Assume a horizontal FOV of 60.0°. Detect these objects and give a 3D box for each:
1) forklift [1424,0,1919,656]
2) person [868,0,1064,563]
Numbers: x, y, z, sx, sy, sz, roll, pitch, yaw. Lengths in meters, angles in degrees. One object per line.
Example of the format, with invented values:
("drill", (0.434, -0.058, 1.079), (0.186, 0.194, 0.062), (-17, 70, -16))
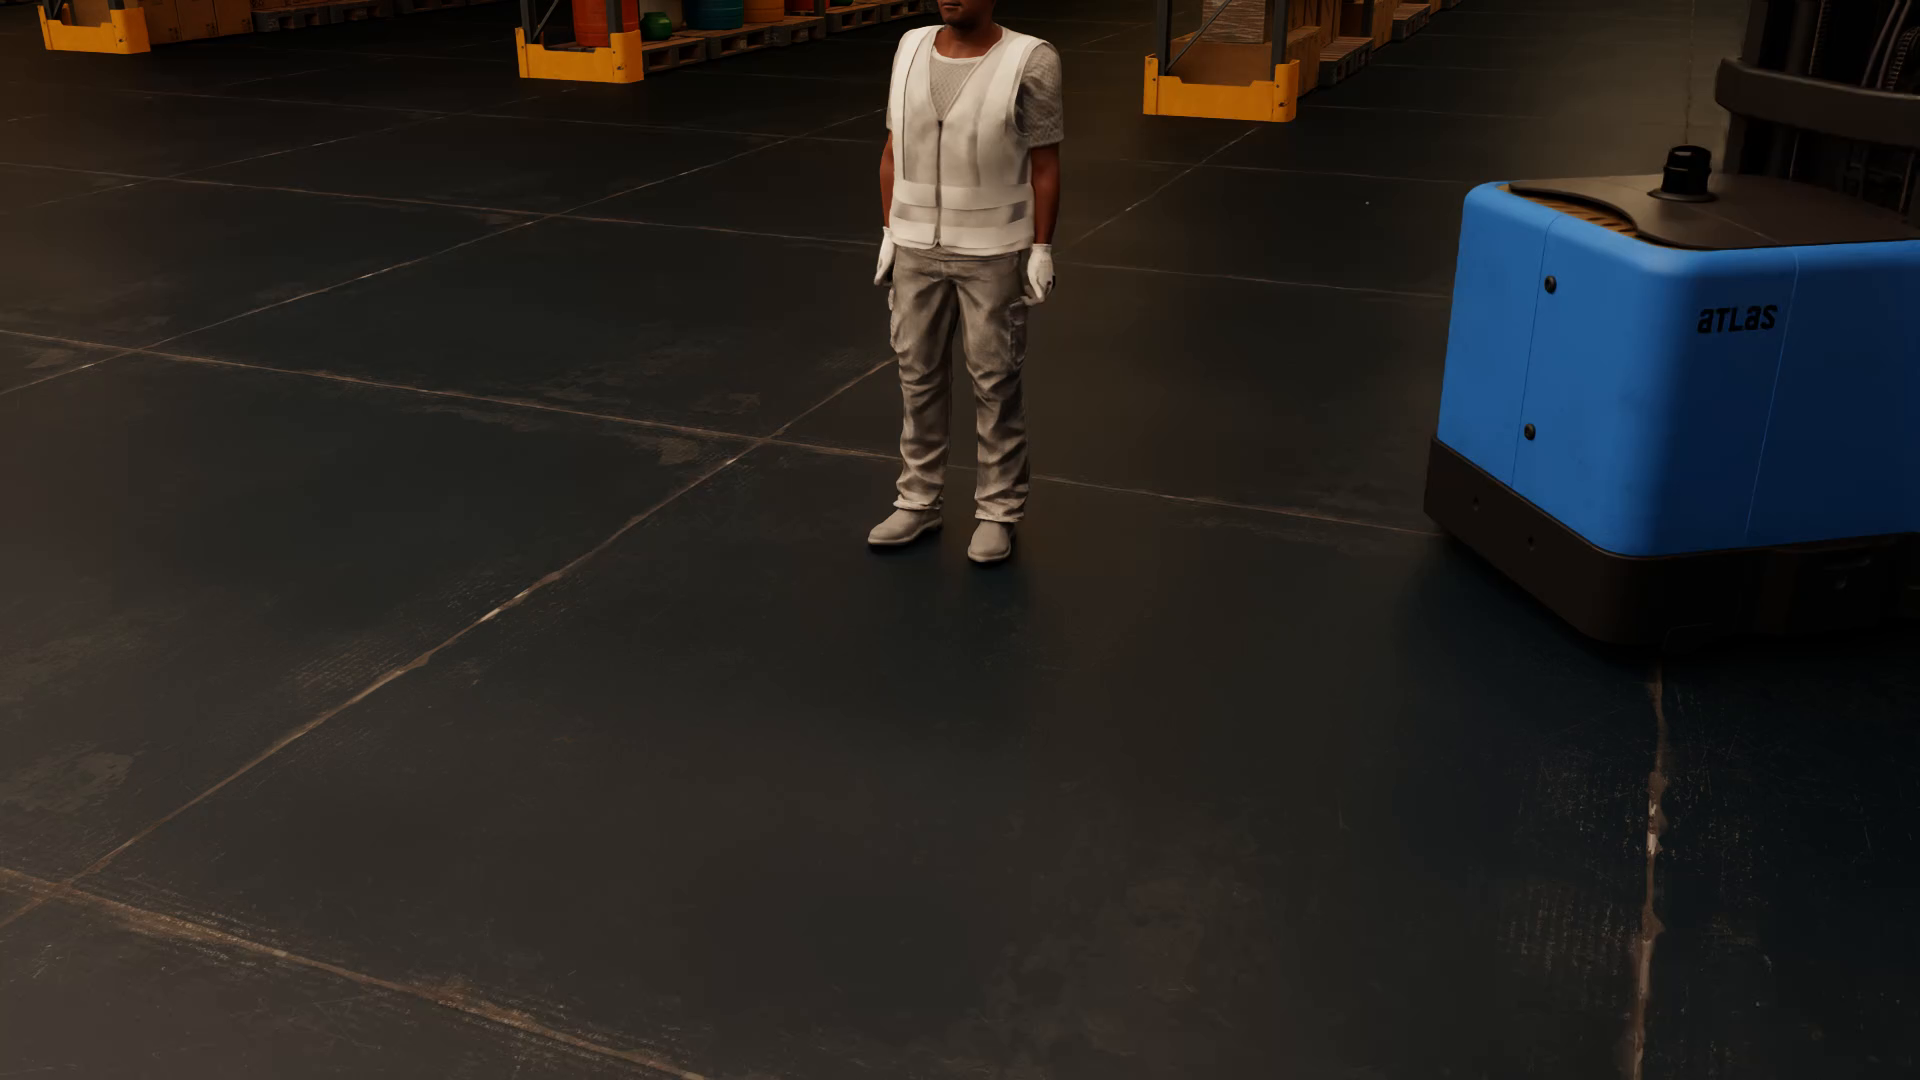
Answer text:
("forklift", (3.000, -1.333, 4.481), (3.031, 2.935, 1.130), (-5, 23, -12))
("person", (0.008, -0.820, 4.741), (0.542, 1.789, 0.382), (9, 24, 21))
